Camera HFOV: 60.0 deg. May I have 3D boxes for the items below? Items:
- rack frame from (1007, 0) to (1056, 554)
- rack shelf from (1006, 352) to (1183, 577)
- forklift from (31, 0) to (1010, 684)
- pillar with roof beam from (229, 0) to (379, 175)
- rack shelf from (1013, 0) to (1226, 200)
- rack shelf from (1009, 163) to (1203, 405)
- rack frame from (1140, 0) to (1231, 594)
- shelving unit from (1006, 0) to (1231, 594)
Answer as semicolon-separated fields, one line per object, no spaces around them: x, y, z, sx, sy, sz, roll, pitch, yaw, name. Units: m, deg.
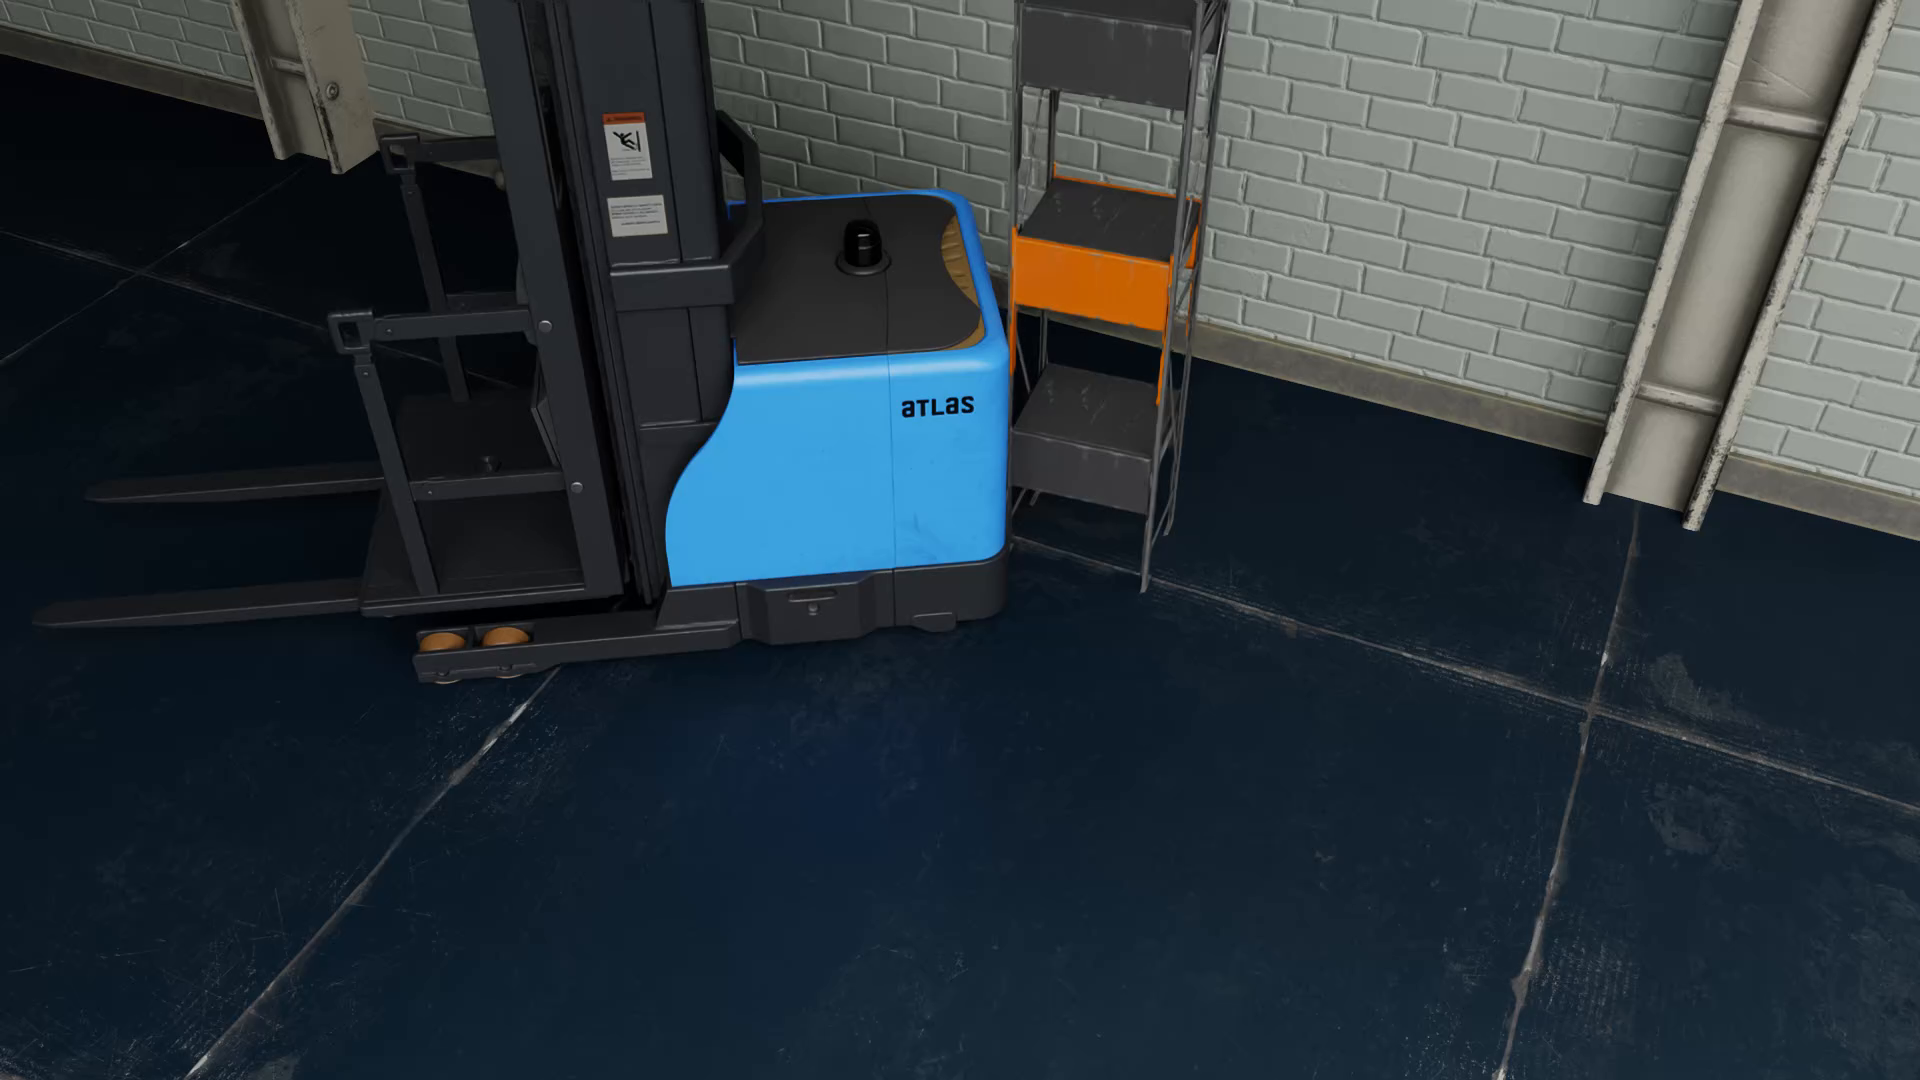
0.215;-0.846;5.123;0.015;2.100;0.400;13;43;15;rack frame
0.445;-0.254;5.529;0.480;0.518;0.431;13;43;15;rack shelf
-1.400;-1.024;4.693;3.031;2.935;1.130;-5;41;-5;forklift
-4.803;-2.682;1.973;0.400;9.000;9.100;17;44;19;pillar with roof beam
0.445;-1.312;4.612;0.480;0.518;0.431;13;43;15;rack shelf
0.445;-0.783;5.071;0.480;0.518;0.431;13;43;15;rack shelf
0.675;-0.739;5.000;0.015;2.100;0.400;13;43;15;rack frame
0.445;-0.793;5.062;0.503;2.100;0.431;13;43;15;shelving unit
